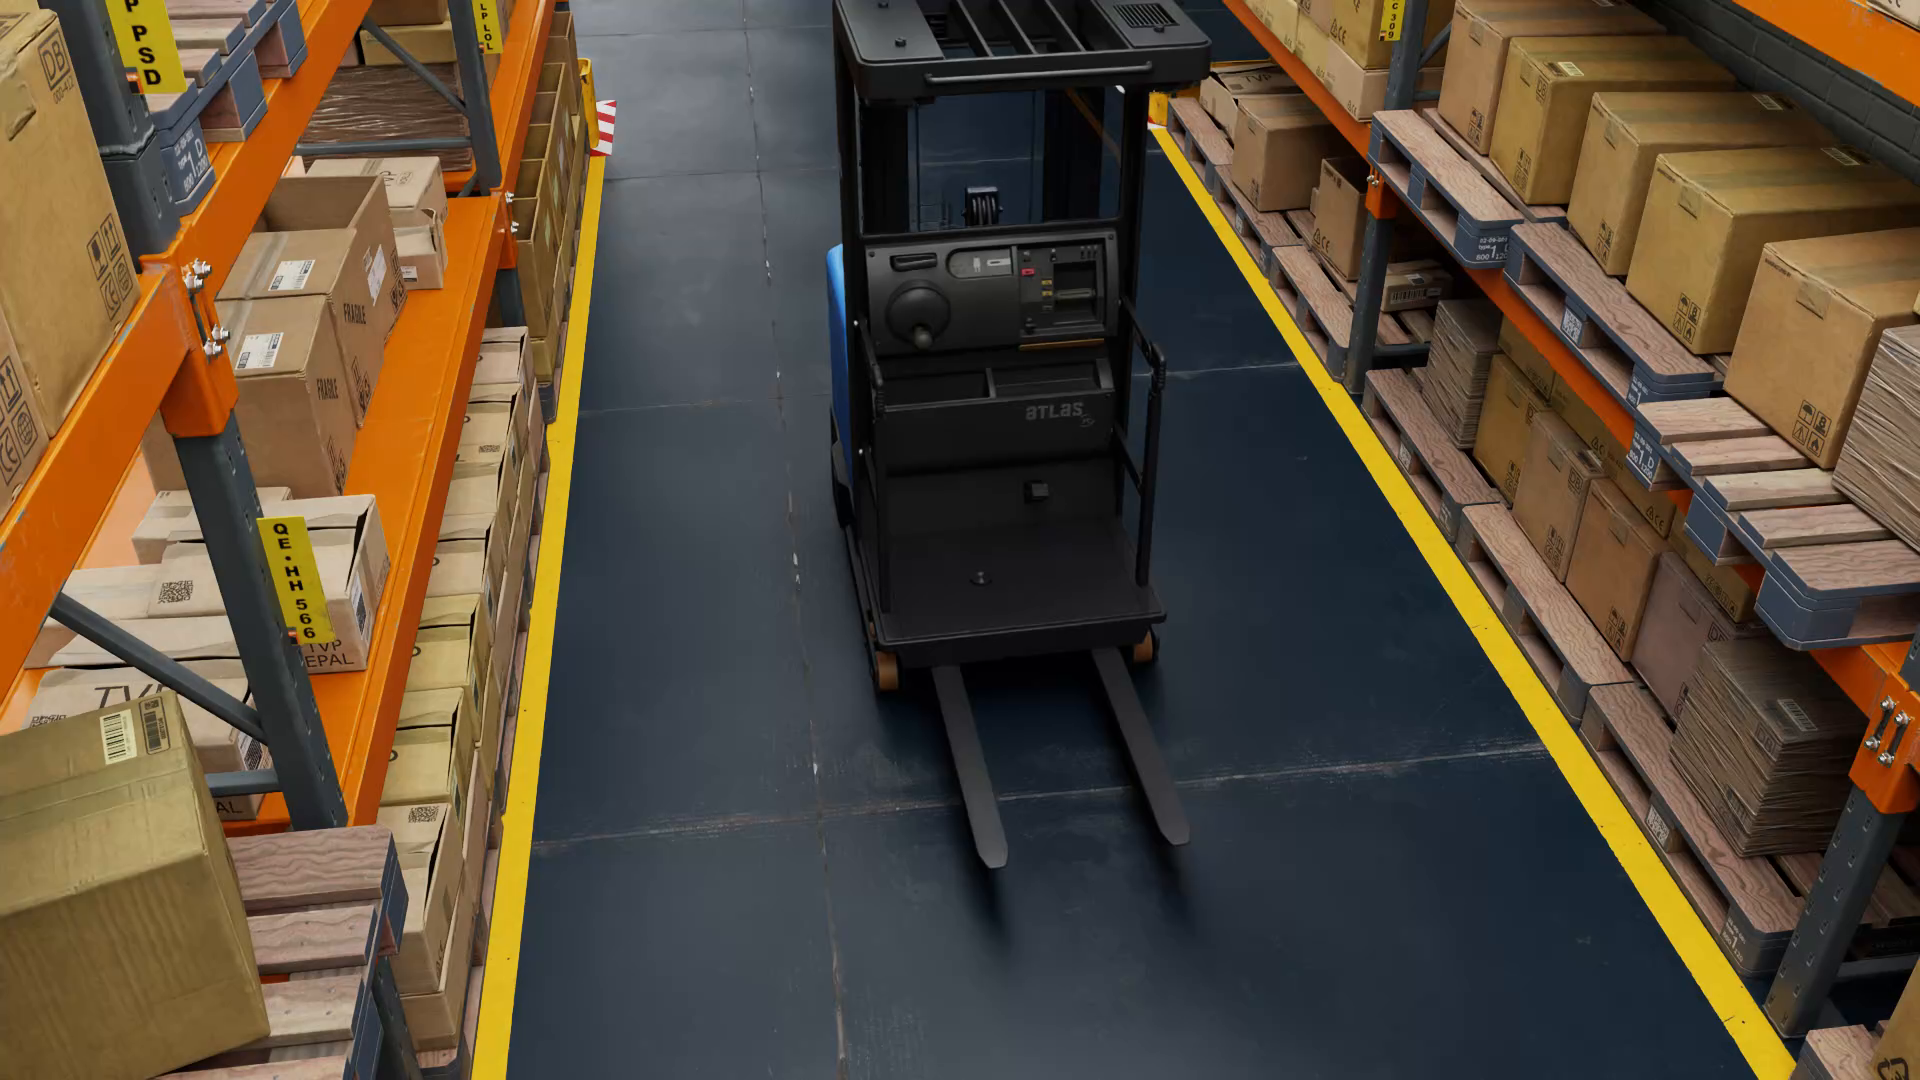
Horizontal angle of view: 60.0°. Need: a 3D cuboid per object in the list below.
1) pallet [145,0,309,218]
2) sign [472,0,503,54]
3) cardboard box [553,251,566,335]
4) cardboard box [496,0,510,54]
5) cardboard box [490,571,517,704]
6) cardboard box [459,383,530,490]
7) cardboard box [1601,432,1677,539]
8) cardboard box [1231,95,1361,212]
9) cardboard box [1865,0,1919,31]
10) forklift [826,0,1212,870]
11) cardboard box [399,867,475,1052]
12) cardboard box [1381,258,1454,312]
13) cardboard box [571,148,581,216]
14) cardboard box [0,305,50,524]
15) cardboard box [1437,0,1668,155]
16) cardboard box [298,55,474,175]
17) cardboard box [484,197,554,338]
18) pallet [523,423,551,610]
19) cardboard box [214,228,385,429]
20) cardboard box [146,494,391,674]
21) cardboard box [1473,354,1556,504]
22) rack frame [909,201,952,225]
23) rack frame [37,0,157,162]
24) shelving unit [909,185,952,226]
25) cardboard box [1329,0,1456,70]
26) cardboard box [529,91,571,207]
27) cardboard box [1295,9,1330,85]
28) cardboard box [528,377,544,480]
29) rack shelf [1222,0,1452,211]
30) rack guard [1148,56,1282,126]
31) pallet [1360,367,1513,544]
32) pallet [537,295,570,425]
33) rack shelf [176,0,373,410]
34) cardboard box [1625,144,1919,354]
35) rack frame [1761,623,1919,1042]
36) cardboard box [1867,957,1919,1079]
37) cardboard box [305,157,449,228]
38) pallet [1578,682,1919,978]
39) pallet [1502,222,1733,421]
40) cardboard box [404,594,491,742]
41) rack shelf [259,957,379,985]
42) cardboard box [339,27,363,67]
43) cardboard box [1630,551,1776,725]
[{"bbox_3d":[-2.114,-0.953,3.489,1.213,0.211,1.003,-3,34,-4],"label":"pallet"},{"bbox_3d":[-1.936,-2.144,6.775,0.100,0.325,0.005,-4,35,-6],"label":"sign"},{"bbox_3d":[-2.296,-1.250,8.490,0.500,0.250,0.500,-4,35,-6],"label":"cardboard box"},{"bbox_3d":[-2.749,-2.800,8.606,0.700,0.500,0.500,-3,34,-5],"label":"cardboard box"},{"bbox_3d":[-1.927,0.372,6.109,0.500,0.250,0.500,-4,34,-5],"label":"cardboard box"},{"bbox_3d":[-2.057,-0.427,6.783,0.500,0.311,0.500,-3,34,-5],"label":"cardboard box"},{"bbox_3d":[2.737,-0.263,6.135,0.500,0.250,0.500,-5,35,-7],"label":"cardboard box"},{"bbox_3d":[2.028,-2.286,9.769,0.700,0.500,0.500,-6,35,-9],"label":"cardboard box"},{"bbox_3d":[2.610,-1.389,4.023,0.500,0.311,0.500,-4,35,-6],"label":"cardboard box"},{"bbox_3d":[0.161,-0.849,5.893,1.130,2.935,3.031,-6,35,-8],"label":"forklift"},{"bbox_3d":[-1.714,1.229,4.852,0.500,0.250,0.500,-4,35,-7],"label":"cardboard box"},{"bbox_3d":[2.334,-1.336,8.672,0.380,0.166,0.250,-9,35,-13],"label":"cardboard box"},{"bbox_3d":[-2.497,-2.087,9.718,0.500,0.250,0.500,-4,35,-6],"label":"cardboard box"},{"bbox_3d":[-1.773,-0.175,2.091,0.910,0.500,0.500,-4,35,-6],"label":"cardboard box"},{"bbox_3d":[2.471,-1.965,6.991,0.700,0.500,0.500,-4,35,-6],"label":"cardboard box"},{"bbox_3d":[-2.538,-1.940,7.345,0.700,0.500,0.500,-5,35,-8],"label":"cardboard box"},{"bbox_3d":[-2.224,-1.281,7.869,0.500,0.500,0.500,-4,35,-6],"label":"cardboard box"},{"bbox_3d":[-2.334,-0.091,7.196,1.003,0.211,1.213,-4,35,-6],"label":"pallet"},{"bbox_3d":[-2.247,-0.690,5.510,0.500,0.500,0.500,-4,35,-6],"label":"cardboard box"},{"bbox_3d":[-1.862,0.103,4.514,0.500,0.311,0.500,-5,35,-7],"label":"cardboard box"},{"bbox_3d":[2.671,-0.484,7.125,0.700,0.500,0.500,-5,35,-7],"label":"cardboard box"},{"bbox_3d":[-0.151,-0.978,7.616,0.240,1.200,0.006,-6,34,-8],"label":"rack frame"},{"bbox_3d":[-1.934,-1.899,2.045,1.000,3.000,0.127,-4,35,-6],"label":"rack frame"},{"bbox_3d":[-0.167,-1.028,7.691,0.258,1.200,0.189,-6,34,-8],"label":"shelving unit"},{"bbox_3d":[2.066,-2.526,7.742,0.500,0.500,0.500,-4,35,-6],"label":"cardboard box"},{"bbox_3d":[-2.428,-2.118,9.098,0.500,0.500,0.500,-4,35,-6],"label":"cardboard box"},{"bbox_3d":[2.013,-2.495,8.363,0.500,0.250,0.500,-4,35,-6],"label":"cardboard box"},{"bbox_3d":[-2.129,-0.480,7.359,0.500,0.250,0.500,-5,35,-7],"label":"cardboard box"},{"bbox_3d":[2.167,-2.848,9.404,1.077,0.370,4.000,-4,35,-6],"label":"rack shelf"},{"bbox_3d":[1.908,-3.186,11.481,1.175,0.500,0.348,-4,35,-6],"label":"rack guard"},{"bbox_3d":[2.542,-0.442,7.712,1.003,0.211,1.213,-4,35,-6],"label":"pallet"},{"bbox_3d":[-2.538,-0.946,8.451,1.003,0.211,1.213,-4,35,-6],"label":"pallet"},{"bbox_3d":[-2.203,-1.478,4.730,1.077,0.370,4.000,-4,35,-6],"label":"rack shelf"},{"bbox_3d":[2.711,-0.975,5.538,0.700,0.500,0.500,-4,35,-6],"label":"cardboard box"},{"bbox_3d":[2.974,0.203,4.288,1.000,3.000,0.127,-4,35,-6],"label":"rack frame"},{"bbox_3d":[2.943,1.338,4.159,0.750,0.750,0.750,-5,35,-7],"label":"cardboard box"},{"bbox_3d":[-2.363,-1.318,6.654,0.500,0.250,0.500,-2,34,-3],"label":"cardboard box"},{"bbox_3d":[2.870,0.919,5.714,1.003,0.211,1.213,-4,35,-6],"label":"pallet"},{"bbox_3d":[2.667,-0.819,5.959,1.003,0.211,1.213,-4,35,-6],"label":"pallet"},{"bbox_3d":[-1.859,0.420,5.541,0.500,0.311,0.500,-5,35,-8],"label":"cardboard box"},{"bbox_3d":[-1.665,1.994,2.300,1.077,0.370,4.000,-4,35,-6],"label":"rack shelf"},{"bbox_3d":[-2.721,-2.097,6.998,0.380,0.149,0.250,-4,35,-6],"label":"cardboard box"},{"bbox_3d":[2.871,0.360,5.887,0.700,0.500,0.500,-4,35,-6],"label":"cardboard box"}]
